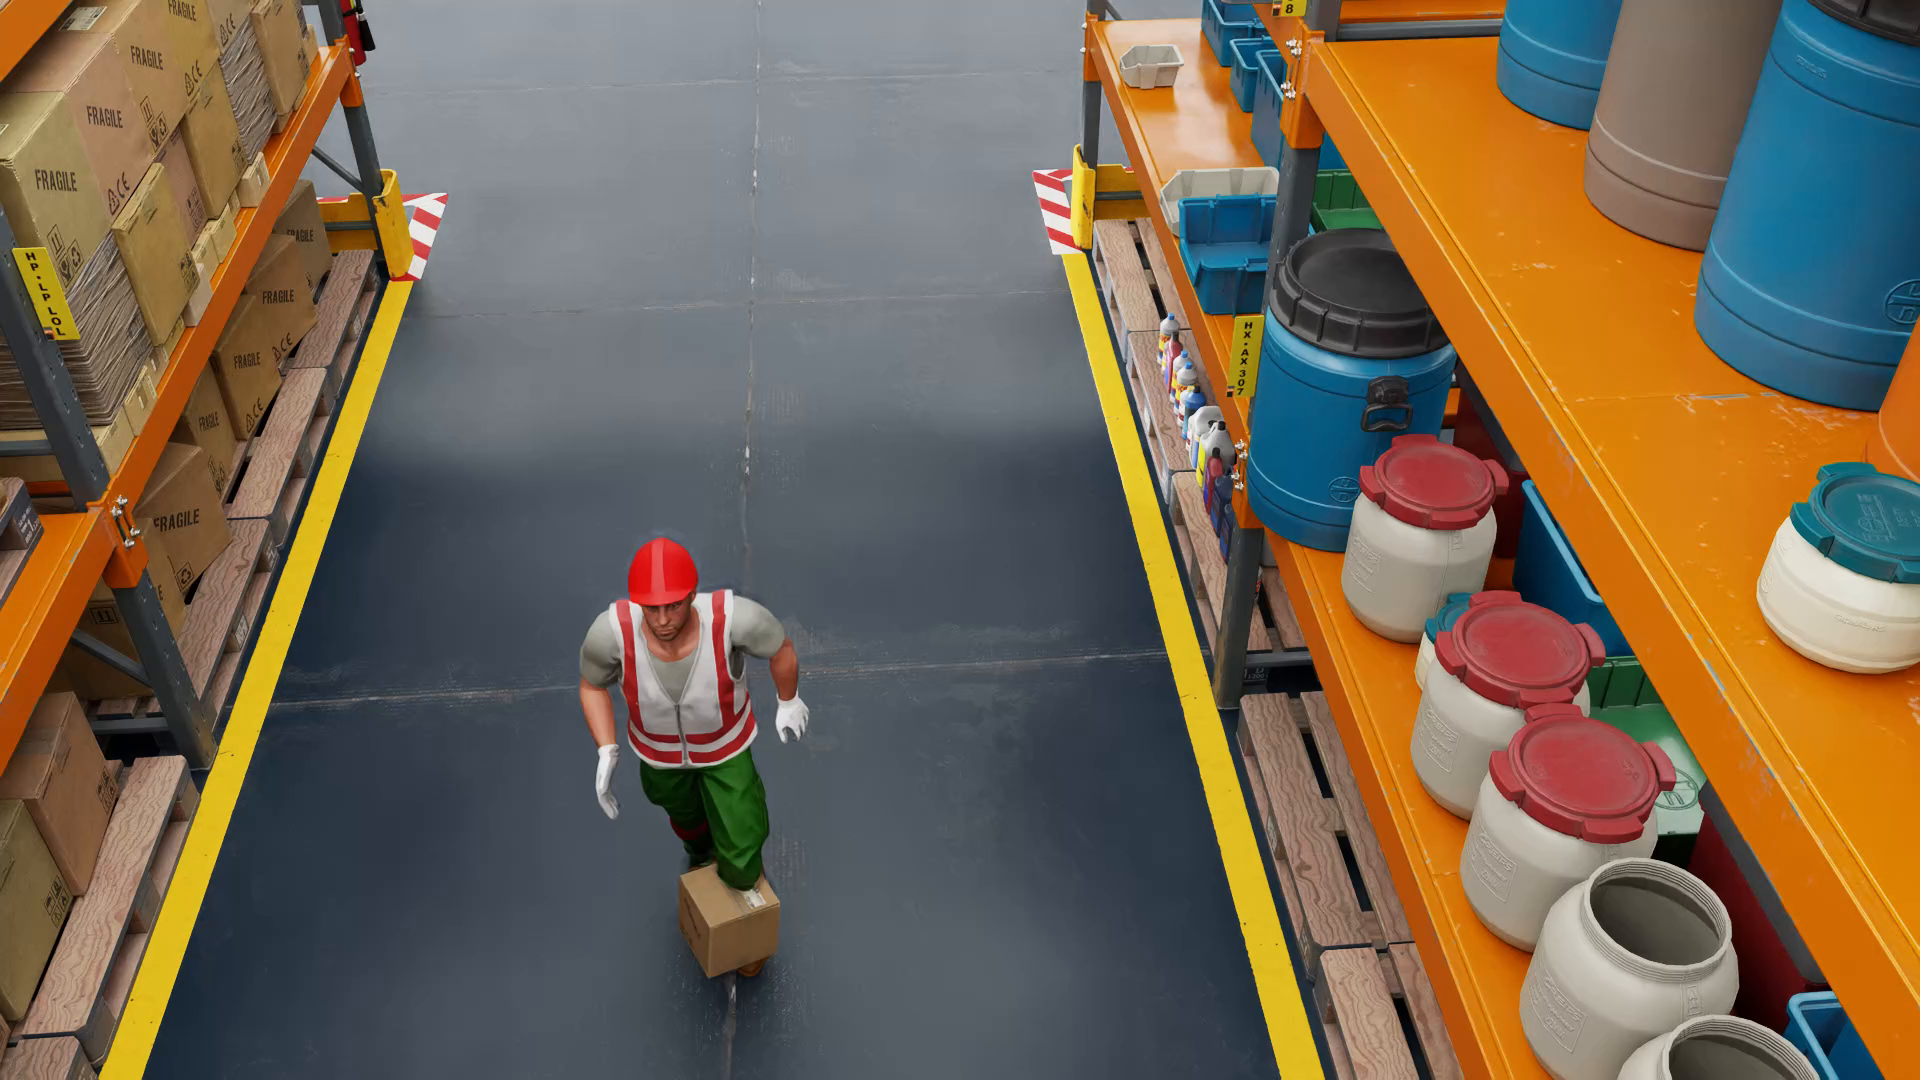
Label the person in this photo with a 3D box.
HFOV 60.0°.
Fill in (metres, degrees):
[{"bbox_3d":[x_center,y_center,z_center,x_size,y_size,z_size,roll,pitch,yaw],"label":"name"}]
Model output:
[{"bbox_3d":[-0.837,0.668,5.329,0.686,1.752,0.702,-1,39,-1],"label":"person"}]
